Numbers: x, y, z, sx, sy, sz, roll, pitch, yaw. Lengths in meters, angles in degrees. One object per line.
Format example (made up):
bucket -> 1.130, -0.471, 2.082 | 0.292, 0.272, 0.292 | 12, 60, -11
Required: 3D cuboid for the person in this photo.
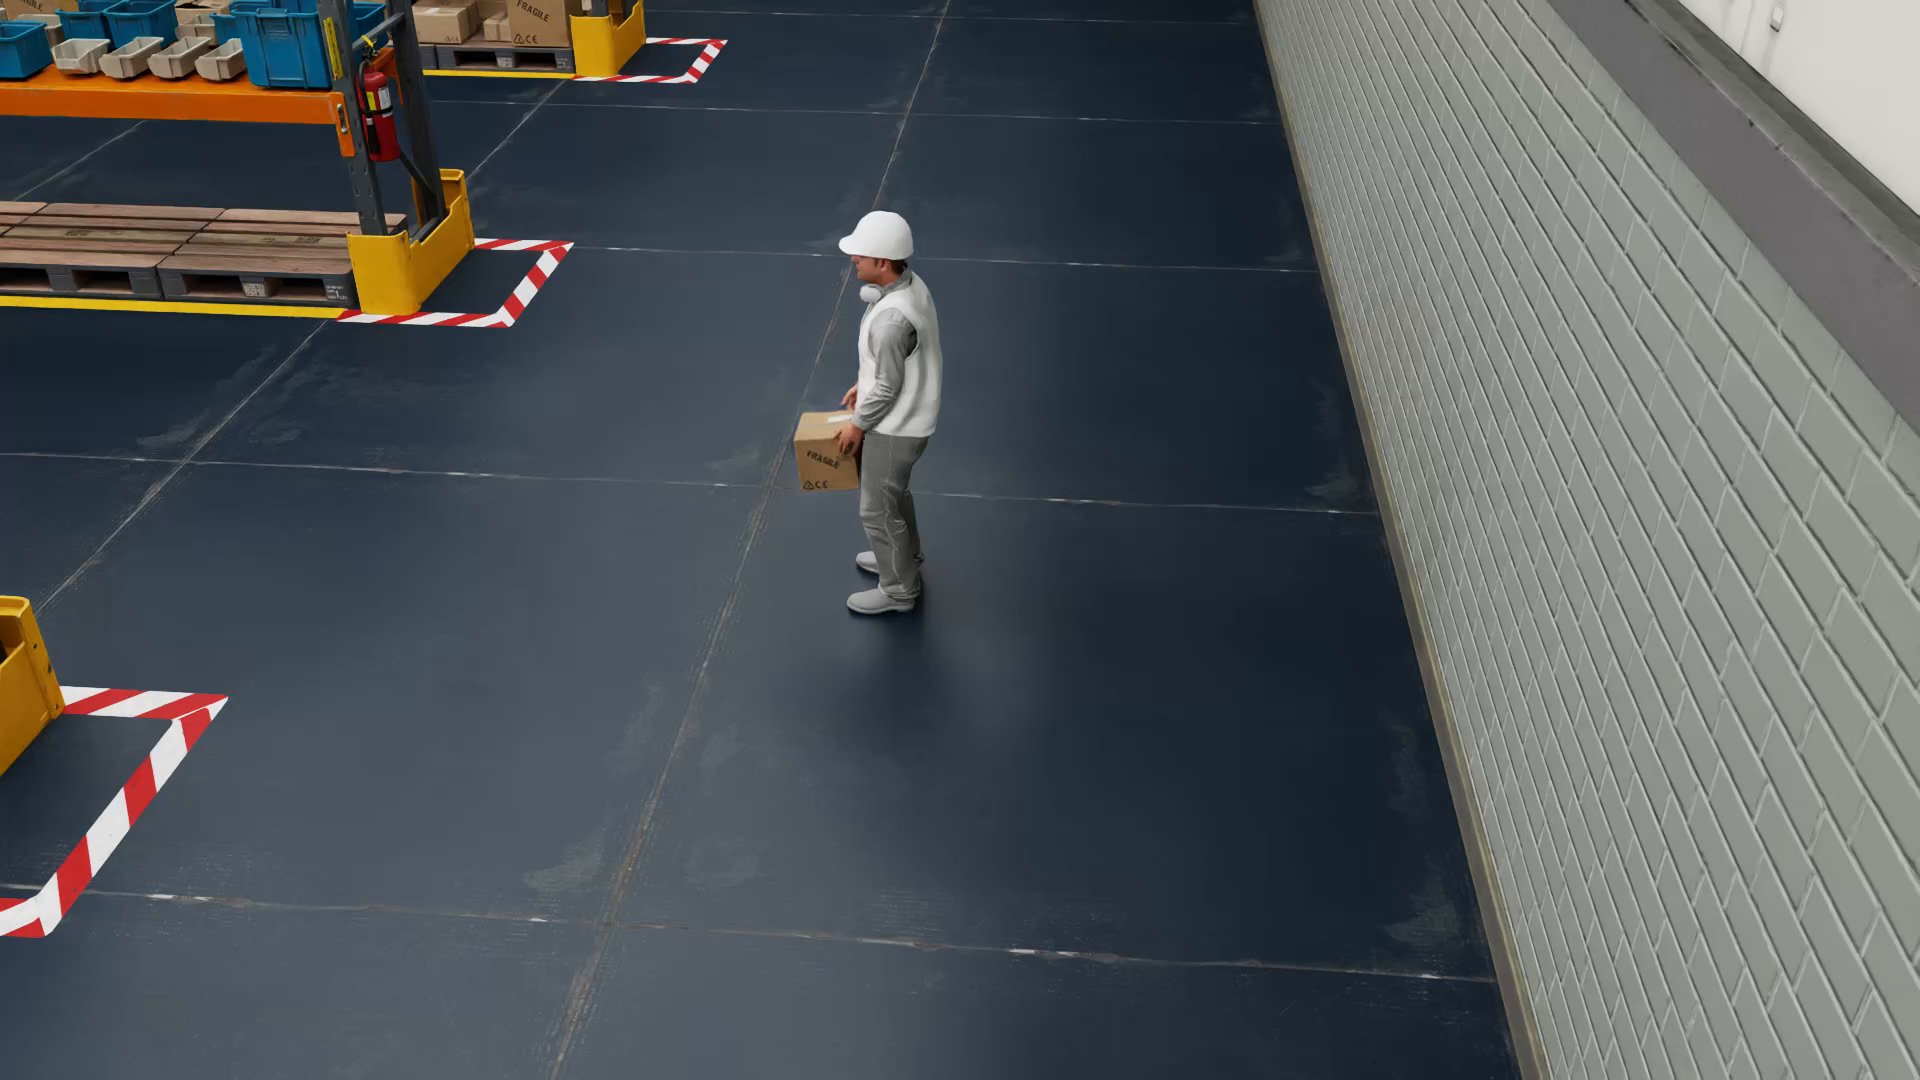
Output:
person -> -0.294, -0.525, 6.952 | 0.444, 1.779, 0.551 | 2, 32, 3
